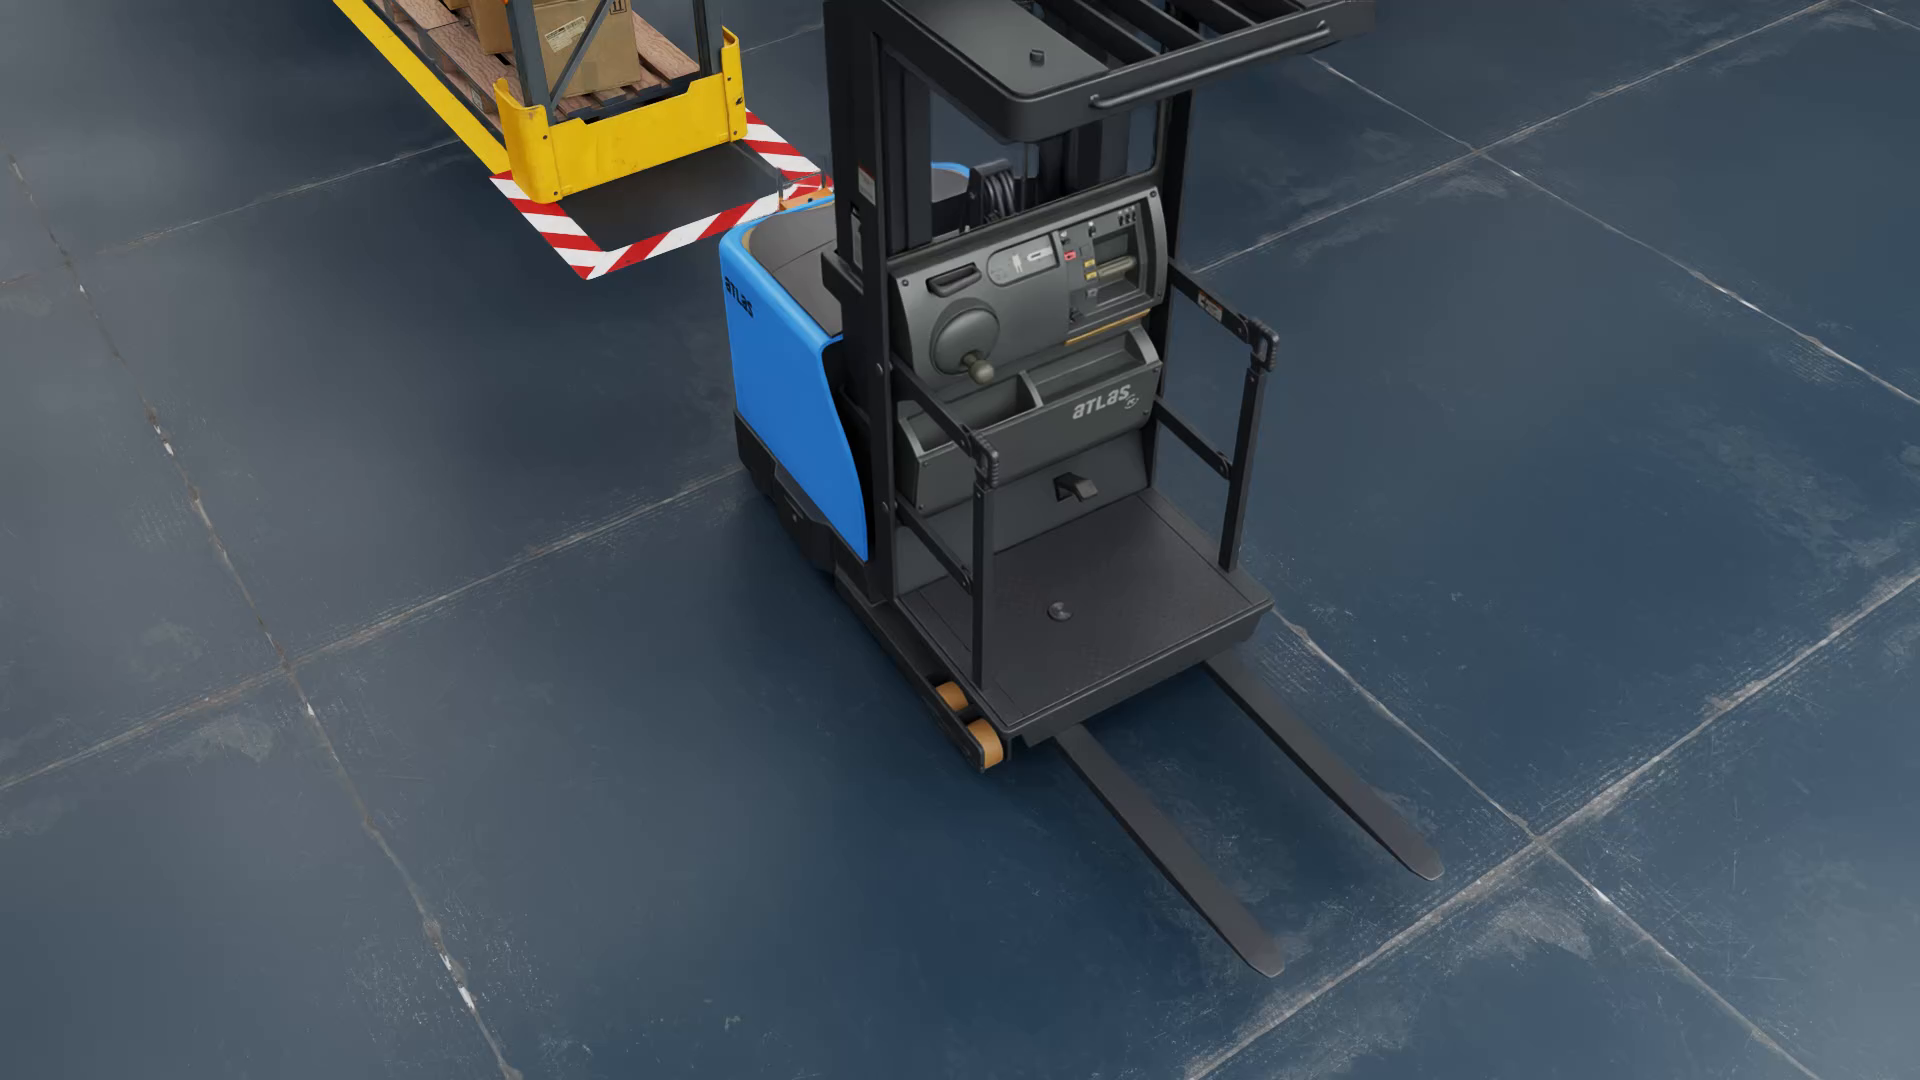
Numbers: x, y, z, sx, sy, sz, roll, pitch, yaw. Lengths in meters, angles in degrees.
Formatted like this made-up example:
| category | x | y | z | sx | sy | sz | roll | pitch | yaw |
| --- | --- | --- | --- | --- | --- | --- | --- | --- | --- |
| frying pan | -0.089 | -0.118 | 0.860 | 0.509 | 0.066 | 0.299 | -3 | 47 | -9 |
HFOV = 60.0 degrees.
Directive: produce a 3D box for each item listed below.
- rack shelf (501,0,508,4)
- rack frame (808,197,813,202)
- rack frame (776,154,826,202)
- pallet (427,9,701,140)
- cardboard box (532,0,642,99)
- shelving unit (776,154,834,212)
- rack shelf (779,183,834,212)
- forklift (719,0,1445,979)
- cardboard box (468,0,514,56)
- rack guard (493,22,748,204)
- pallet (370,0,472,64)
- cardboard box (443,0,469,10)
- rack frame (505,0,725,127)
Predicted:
| category | x | y | z | sx | sy | sz | roll | pitch | yaw |
| --- | --- | --- | --- | --- | --- | --- | --- | --- | --- |
| rack shelf | -2.726 | -3.828 | 8.608 | 1.077 | 0.370 | 4.000 | -26 | 49 | -24 |
| rack frame | -0.466 | -0.892 | 6.424 | 0.200 | 1.050 | 0.008 | -23 | 48 | -23 |
| rack frame | -0.596 | -1.034 | 6.573 | 0.200 | 1.050 | 0.008 | -23 | 48 | -23 |
| pallet | -2.061 | -2.464 | 8.678 | 1.003 | 0.211 | 1.213 | -26 | 49 | -24 |
| cardboard box | -1.925 | -2.563 | 8.269 | 0.500 | 0.500 | 0.500 | -17 | 46 | -17 |
| shelving unit | -0.531 | -0.963 | 6.498 | 0.215 | 1.050 | 0.252 | -23 | 48 | -23 |
| rack shelf | -0.531 | -1.160 | 6.310 | 0.215 | 0.259 | 0.240 | -23 | 48 | -23 |
| forklift | 0.344 | -0.682 | 4.841 | 1.130 | 2.935 | 3.031 | -23 | 48 | -23 |
| cardboard box | -2.295 | -2.888 | 8.609 | 0.500 | 0.500 | 0.500 | -14 | 45 | -14 |
| rack guard | -1.625 | -2.094 | 8.081 | 1.175 | 0.500 | 0.348 | -26 | 49 | -24 |
| pallet | -2.755 | -3.154 | 9.401 | 1.003 | 0.211 | 1.213 | -26 | 49 | -24 |
| cardboard box | -2.638 | -3.250 | 8.988 | 0.500 | 0.500 | 0.500 | -21 | 48 | -21 |
| rack frame | -1.582 | -2.955 | 7.173 | 1.000 | 3.000 | 0.127 | -26 | 49 | -24 |
